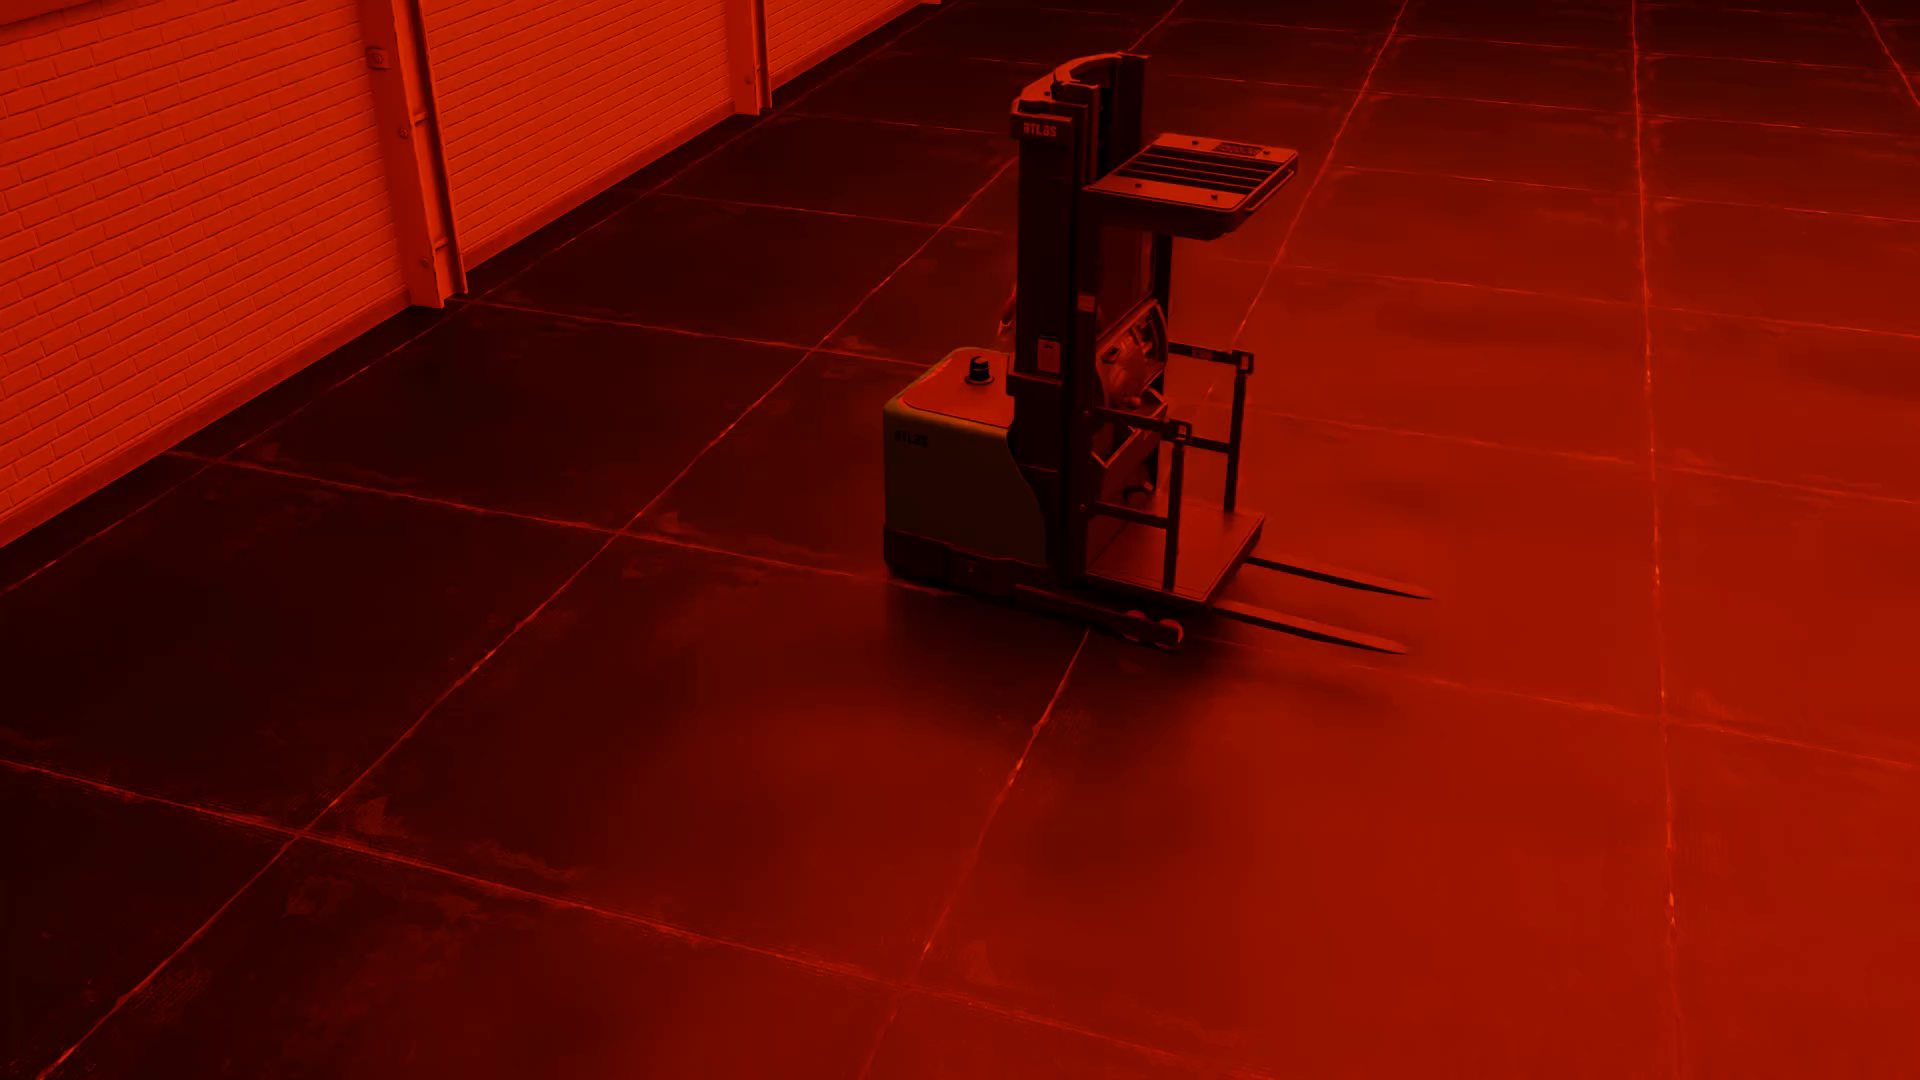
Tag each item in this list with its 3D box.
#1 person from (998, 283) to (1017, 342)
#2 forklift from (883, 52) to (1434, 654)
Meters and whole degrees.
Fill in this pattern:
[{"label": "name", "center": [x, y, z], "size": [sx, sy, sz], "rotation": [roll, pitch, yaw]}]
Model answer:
[{"label": "person", "center": [0.731, -1.346, 10.899], "size": [0.959, 1.592, 0.588], "rotation": [-1, 30, -1]}, {"label": "forklift", "center": [1.105, -0.978, 8.852], "size": [3.031, 2.935, 1.130], "rotation": [14, 33, 23]}]
